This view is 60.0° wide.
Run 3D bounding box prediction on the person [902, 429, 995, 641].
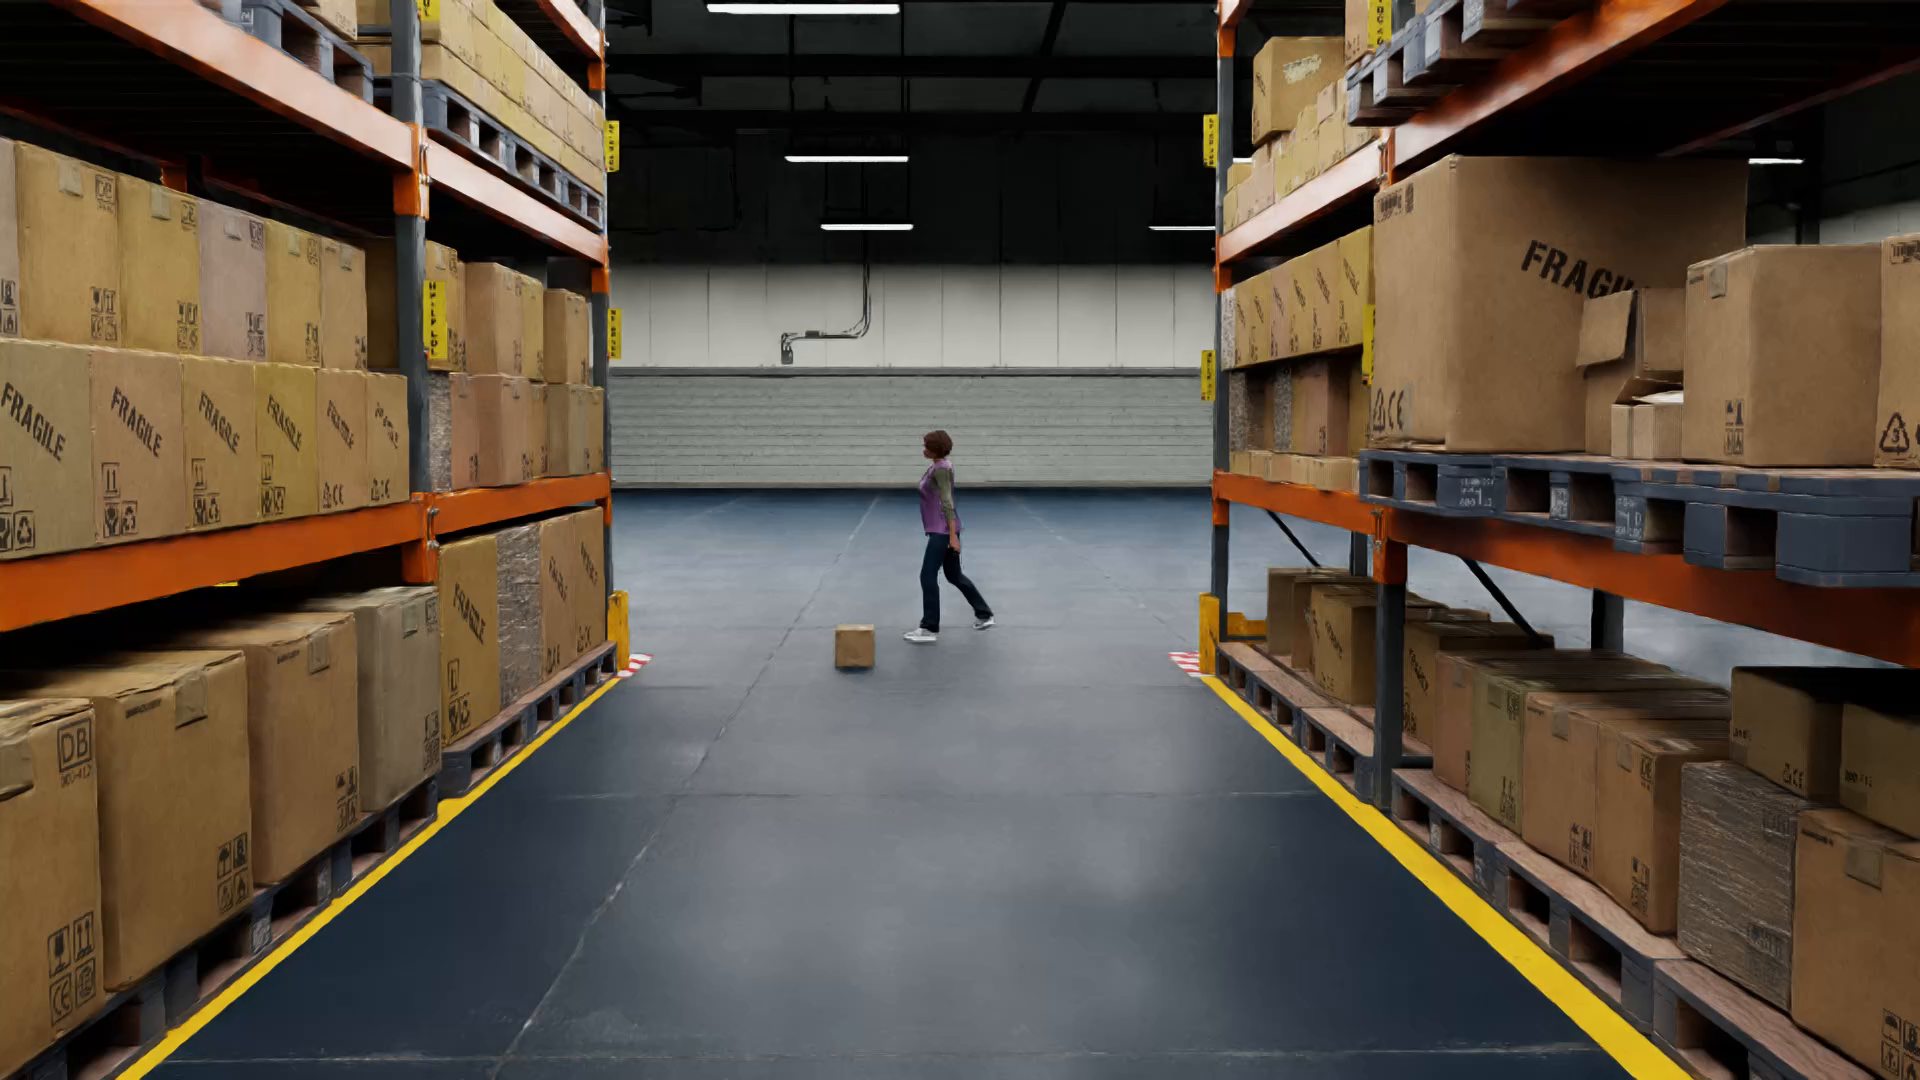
[{"bbox_3d":[-0.079,-0.030,12.344,0.708,1.550,0.683,0,4,-4],"label":"person"}]
